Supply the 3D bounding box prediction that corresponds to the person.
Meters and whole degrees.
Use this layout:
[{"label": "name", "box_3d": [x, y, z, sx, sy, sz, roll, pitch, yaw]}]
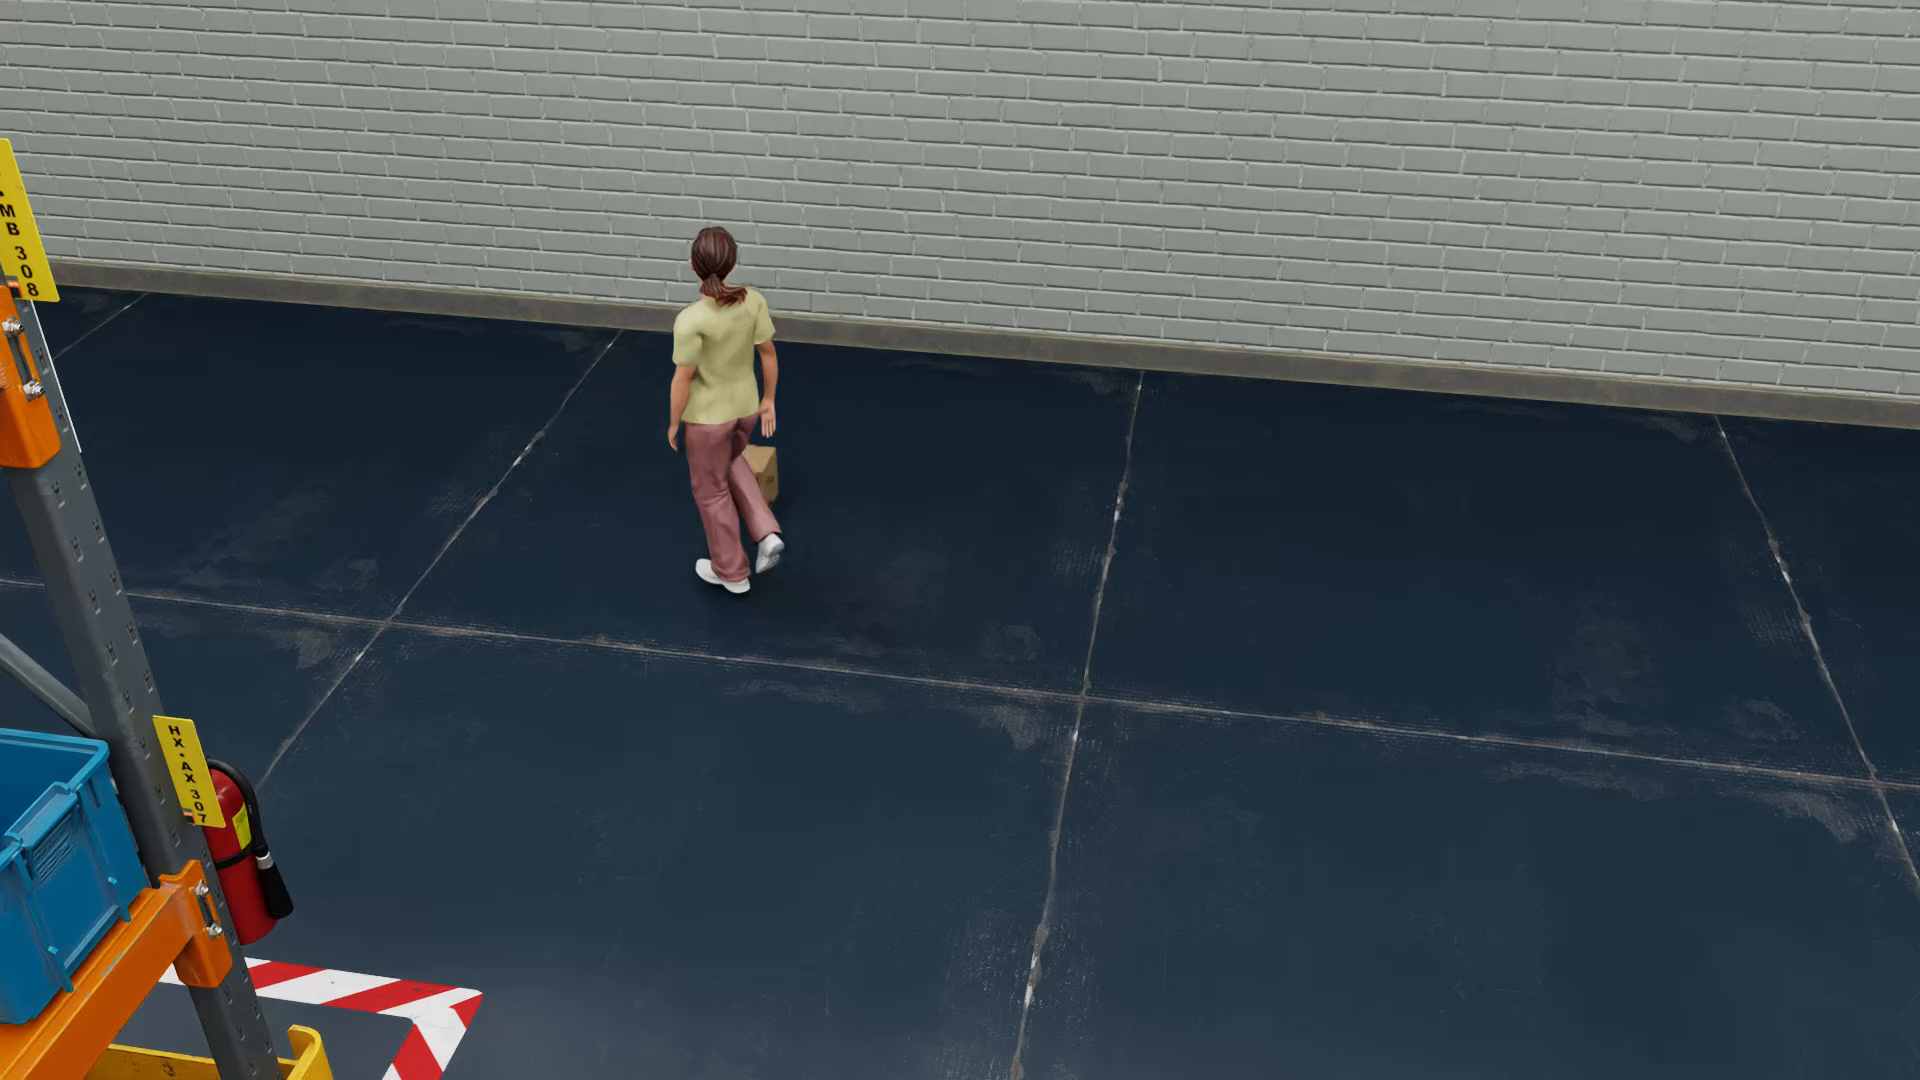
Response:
[{"label": "person", "box_3d": [-1.008, -0.527, 6.933, 0.462, 1.663, 0.458, 27, 41, 35]}]
